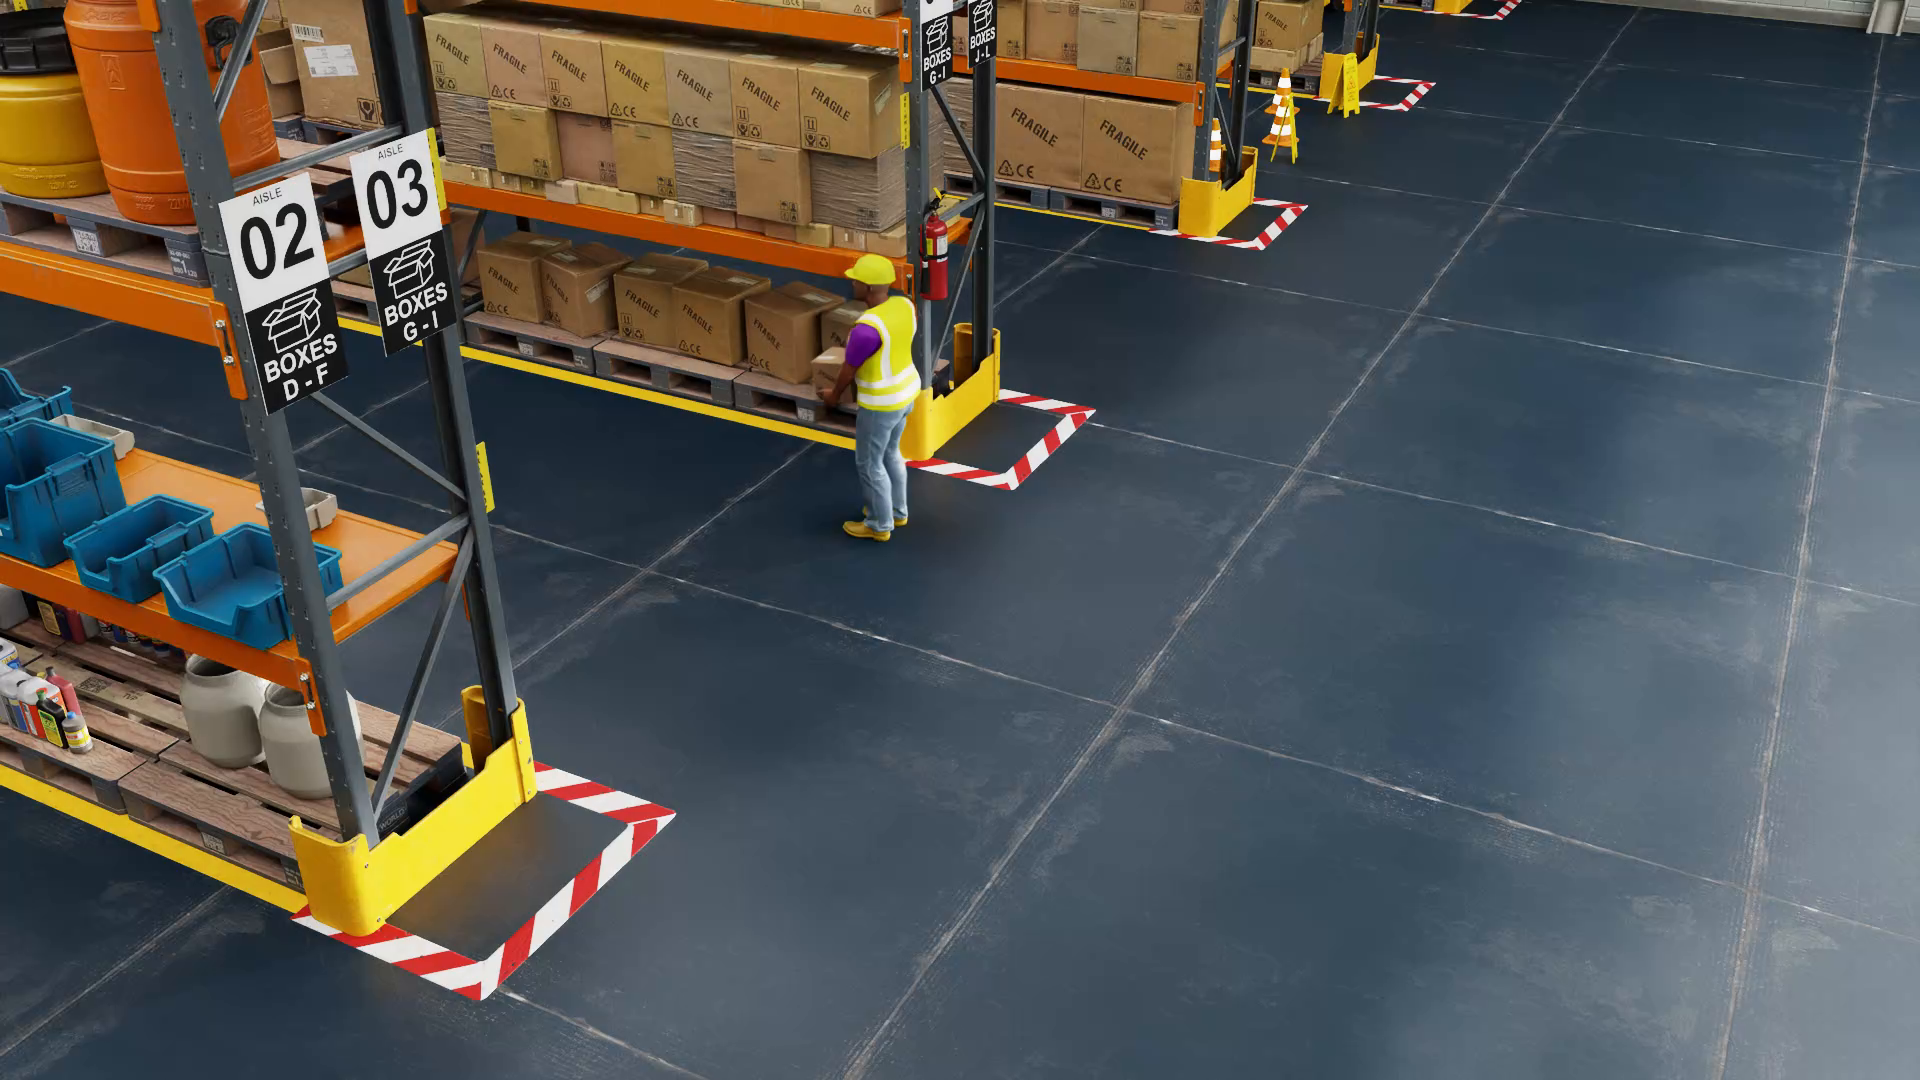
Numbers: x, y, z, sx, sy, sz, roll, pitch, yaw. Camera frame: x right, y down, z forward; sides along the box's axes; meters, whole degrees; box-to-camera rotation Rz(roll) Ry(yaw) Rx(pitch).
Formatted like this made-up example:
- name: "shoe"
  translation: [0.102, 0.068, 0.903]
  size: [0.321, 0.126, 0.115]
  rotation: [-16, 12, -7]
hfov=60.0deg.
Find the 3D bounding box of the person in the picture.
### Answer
- name: "person"
  translation: [-0.538, -0.840, 9.733]
  size: [0.575, 1.761, 0.505]
  rotation: [14, 33, 23]
